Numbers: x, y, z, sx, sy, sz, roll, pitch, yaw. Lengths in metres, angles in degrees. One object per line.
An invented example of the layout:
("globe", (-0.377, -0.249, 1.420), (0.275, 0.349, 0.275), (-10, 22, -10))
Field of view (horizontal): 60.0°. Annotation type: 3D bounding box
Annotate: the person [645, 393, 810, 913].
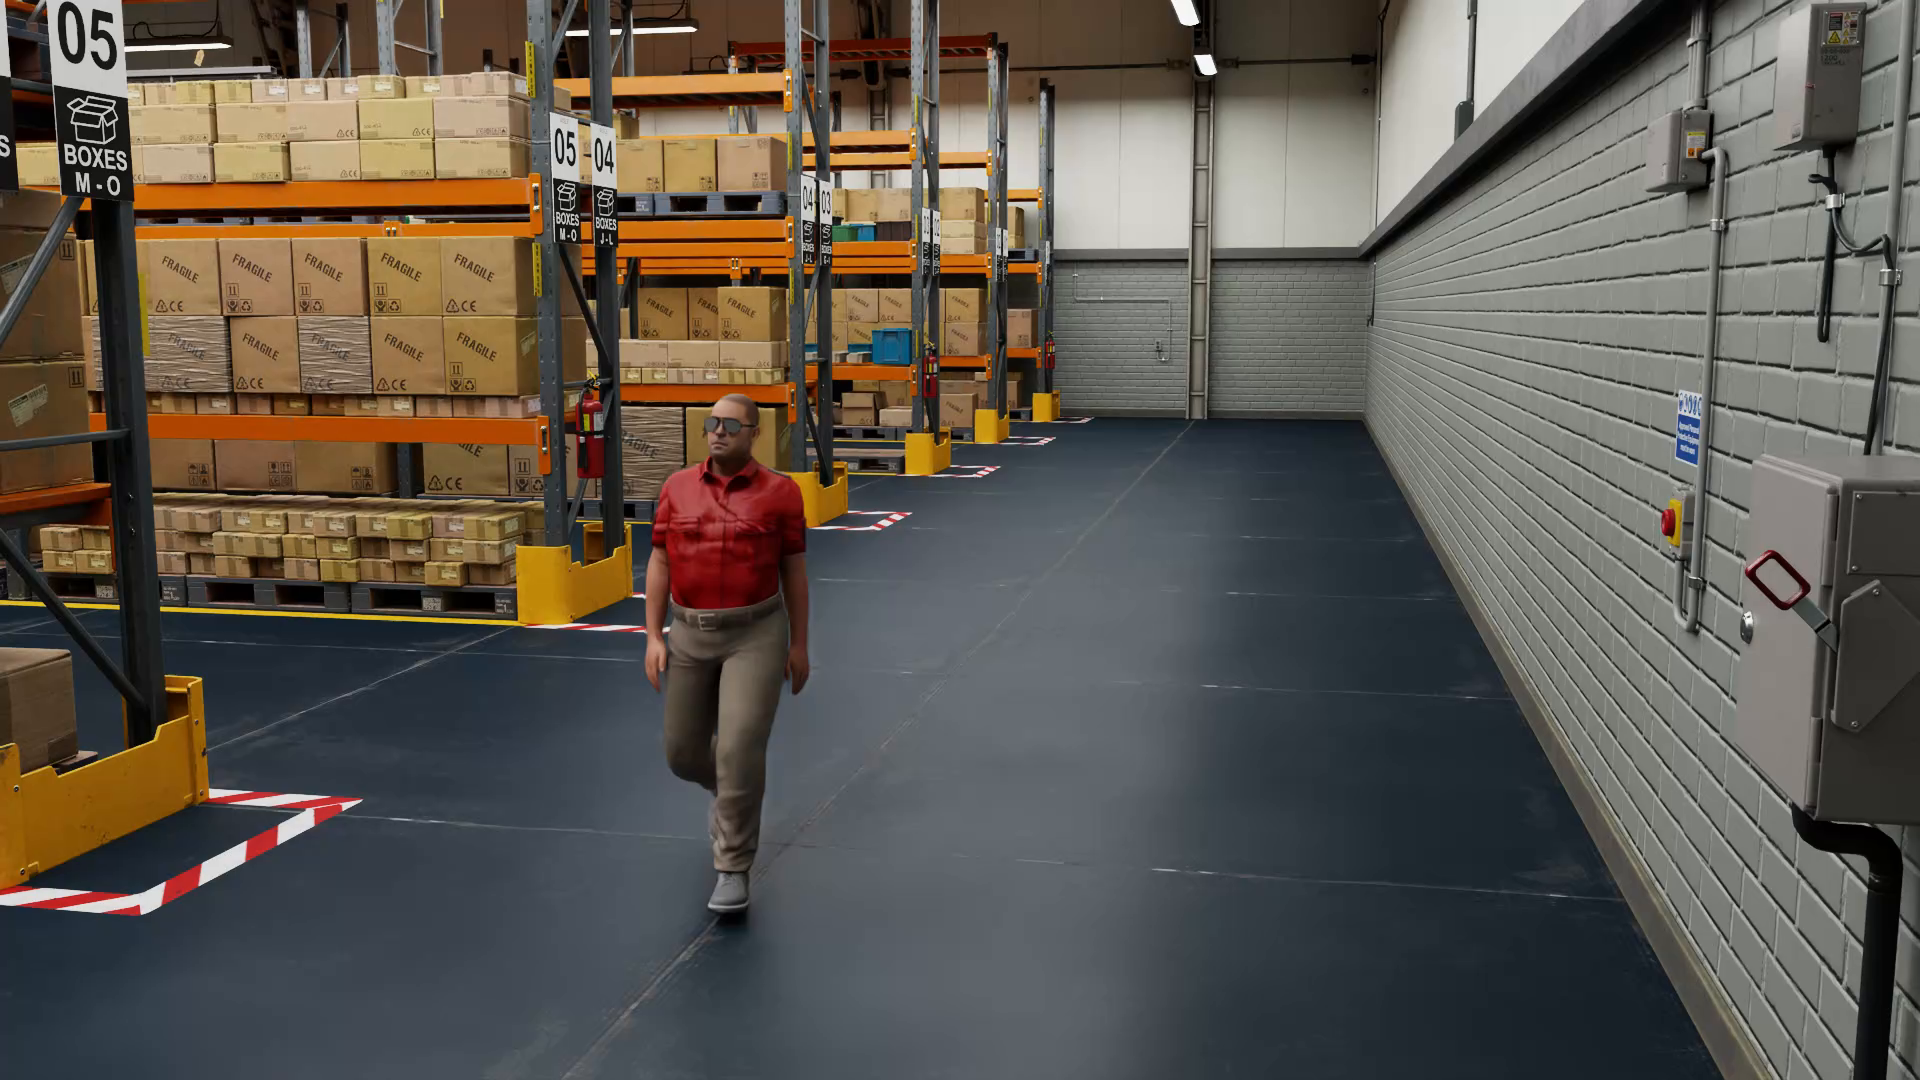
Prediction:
("person", (-0.803, 0.340, 5.721), (0.549, 1.684, 0.874), (1, 8, 8))
